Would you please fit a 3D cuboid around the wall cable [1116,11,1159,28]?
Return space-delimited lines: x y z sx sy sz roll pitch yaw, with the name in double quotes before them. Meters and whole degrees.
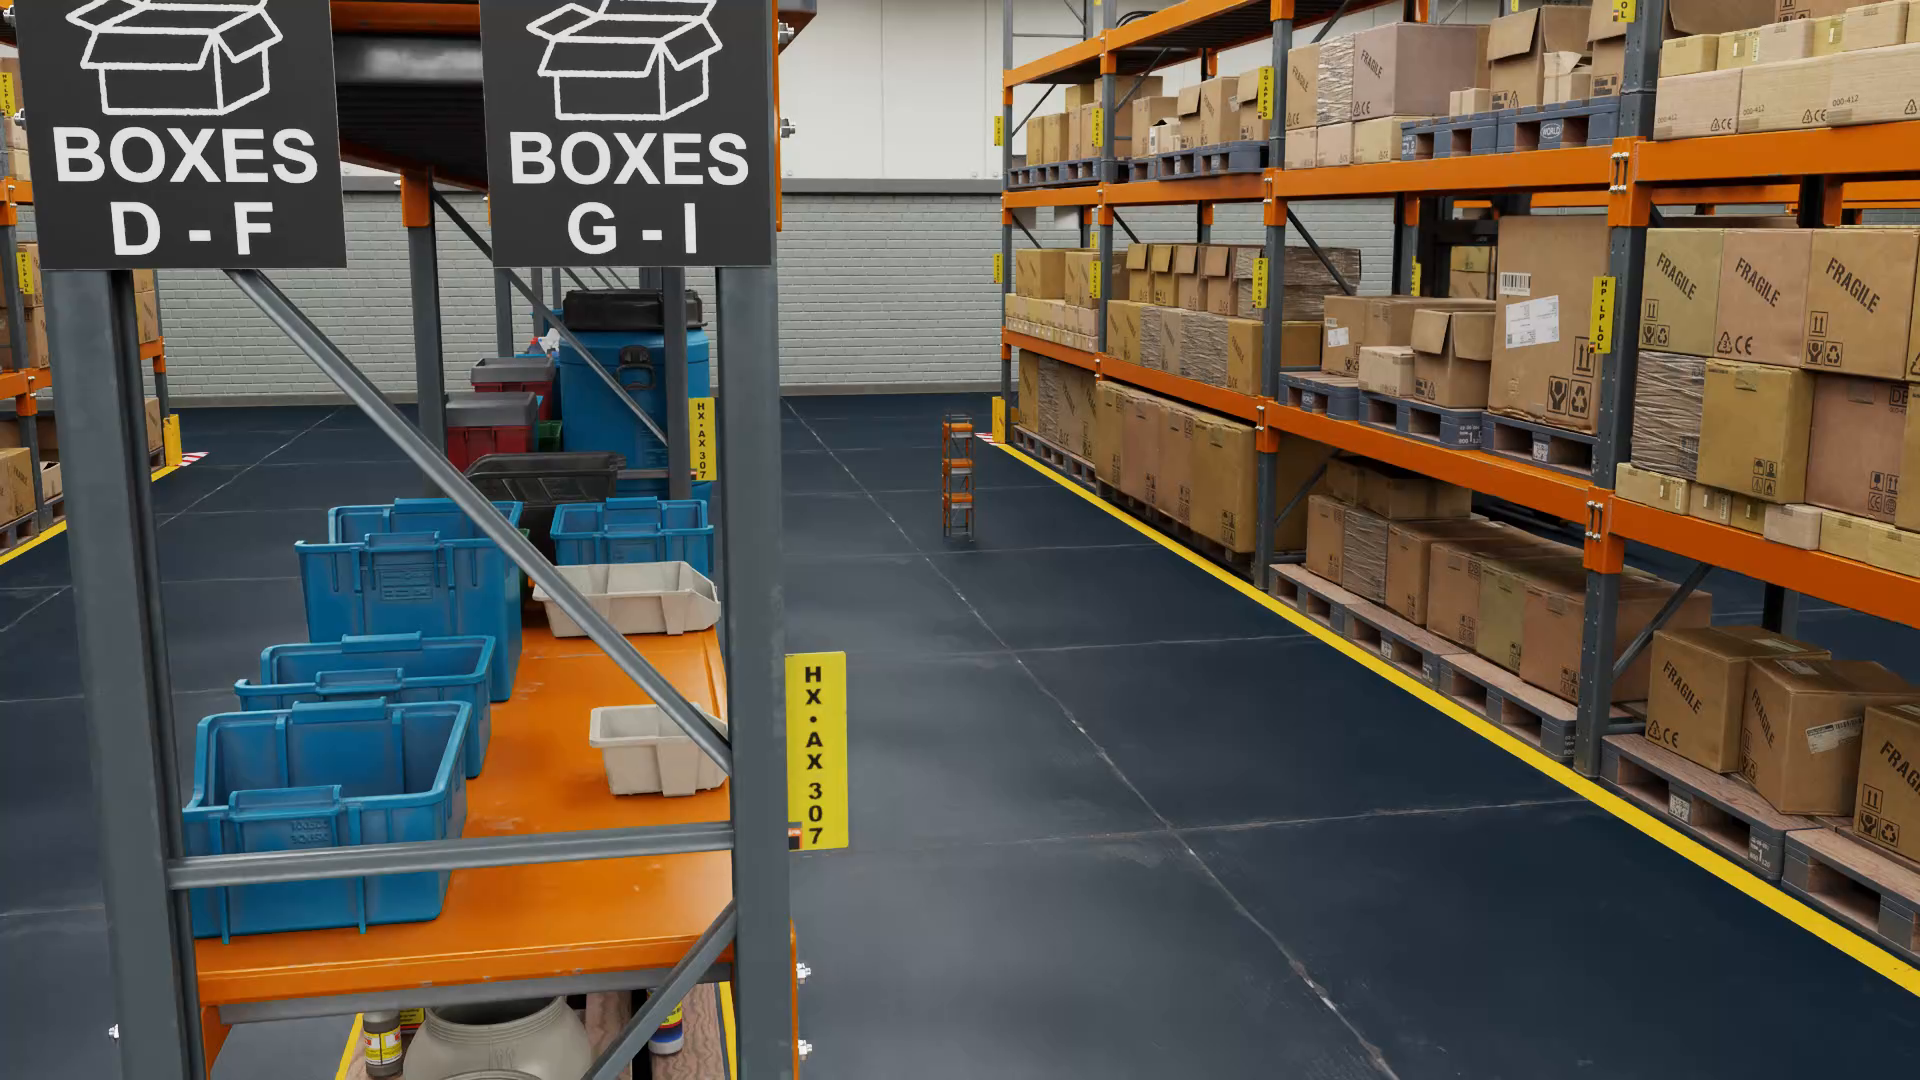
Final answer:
"wall cable" 3.257 -8.311 24.189 2.277 5.999 0.120 -2 11 -11

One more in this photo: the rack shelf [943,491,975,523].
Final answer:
"rack shelf" -0.010 -0.242 13.204 0.215 0.259 0.240 -2 11 -11

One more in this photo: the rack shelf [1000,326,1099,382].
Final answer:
"rack shelf" 1.365 -1.901 17.084 1.077 0.370 4.000 -2 11 -11

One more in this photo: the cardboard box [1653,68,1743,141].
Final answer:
"cardboard box" 3.146 -1.728 6.631 0.500 0.250 0.500 -3 11 -13

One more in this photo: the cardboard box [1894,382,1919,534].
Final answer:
"cardboard box" 3.652 -0.256 5.457 0.875 0.500 0.500 -2 11 -11

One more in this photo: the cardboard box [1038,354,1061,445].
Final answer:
"cardboard box" 1.356 -1.502 17.625 0.875 0.875 0.875 -2 11 -11

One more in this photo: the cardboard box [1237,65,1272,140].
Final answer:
"cardboard box" 2.342 -2.993 11.479 0.797 0.503 0.637 -1 11 -8

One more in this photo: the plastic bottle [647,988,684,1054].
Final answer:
"plastic bottle" -0.818 1.274 4.600 0.097 0.271 0.097 0 11 0

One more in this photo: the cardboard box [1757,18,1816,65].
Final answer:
"cardboard box" 3.221 -1.848 6.194 0.380 0.149 0.250 -2 11 -11

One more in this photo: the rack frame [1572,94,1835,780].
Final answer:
"rack frame" 3.309 -0.420 7.380 1.000 3.000 0.127 -2 11 -11

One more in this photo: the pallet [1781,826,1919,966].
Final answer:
"pallet" 3.715 1.296 5.822 1.003 0.211 1.213 -2 11 -11

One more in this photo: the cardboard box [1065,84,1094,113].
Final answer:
"cardboard box" 1.359 -4.396 16.587 0.500 0.250 0.500 -2 11 -13

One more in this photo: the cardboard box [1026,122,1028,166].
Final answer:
"cardboard box" 1.129 -4.305 18.114 0.700 0.500 0.500 -3 11 -14

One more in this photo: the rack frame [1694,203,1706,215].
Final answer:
"rack frame" 6.638 -2.049 15.939 1.000 3.000 0.127 -2 11 -11

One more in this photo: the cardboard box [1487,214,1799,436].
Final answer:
"cardboard box" 3.292 -1.072 8.077 1.000 1.000 1.000 -2 11 -11

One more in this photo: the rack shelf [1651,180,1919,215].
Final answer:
"rack shelf" 7.027 -2.802 13.799 1.077 0.370 4.000 -2 11 -11

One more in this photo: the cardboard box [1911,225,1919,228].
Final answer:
"cardboard box" 10.853 -3.433 18.533 0.380 0.149 0.250 -2 11 -11

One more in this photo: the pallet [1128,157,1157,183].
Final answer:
"pallet" 1.980 -3.100 13.952 0.805 0.209 1.217 -3 11 -13

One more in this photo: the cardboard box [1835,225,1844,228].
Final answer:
"cardboard box" 10.553 -3.668 19.767 0.380 0.149 0.250 -2 11 -9

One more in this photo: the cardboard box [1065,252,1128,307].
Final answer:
"cardboard box" 1.308 -2.495 15.881 0.500 0.500 0.500 -2 11 -10

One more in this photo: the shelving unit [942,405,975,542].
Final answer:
"shelving unit" -0.010 -0.526 13.150 0.215 1.050 0.252 -2 11 -11

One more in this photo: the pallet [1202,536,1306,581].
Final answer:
"pallet" 2.452 0.069 12.269 1.003 0.211 1.213 -2 11 -11

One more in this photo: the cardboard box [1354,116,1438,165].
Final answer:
"cardboard box" 2.582 -2.270 9.478 0.500 0.250 0.500 -2 11 -10

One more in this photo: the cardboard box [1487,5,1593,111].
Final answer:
"cardboard box" 3.131 -2.413 8.430 0.797 0.503 0.637 -2 11 -9

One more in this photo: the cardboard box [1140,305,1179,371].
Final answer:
"cardboard box" 1.793 -1.659 13.622 0.500 0.500 0.500 -2 11 -12

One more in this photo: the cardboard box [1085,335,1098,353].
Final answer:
"cardboard box" 1.373 -1.808 15.344 0.380 0.149 0.250 -2 11 -11

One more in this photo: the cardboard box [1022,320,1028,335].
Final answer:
"cardboard box" 0.874 -2.279 17.817 0.380 0.149 0.250 -2 11 -12

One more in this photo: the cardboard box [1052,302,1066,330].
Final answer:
"cardboard box" 1.208 -2.219 16.441 0.500 0.250 0.500 -2 11 -10

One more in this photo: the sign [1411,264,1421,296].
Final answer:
"sign" 3.062 -1.705 11.247 0.100 0.325 0.005 -2 11 -11

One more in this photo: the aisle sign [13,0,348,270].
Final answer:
"aisle sign" -1.048 -0.759 2.210 0.394 0.787 0.004 -2 11 -11

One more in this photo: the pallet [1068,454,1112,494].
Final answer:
"pallet" 1.682 -0.660 16.097 1.003 0.211 1.213 -2 11 -11

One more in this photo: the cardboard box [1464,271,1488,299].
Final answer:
"cardboard box" 5.889 -2.698 18.286 0.500 0.500 0.500 -2 11 -10

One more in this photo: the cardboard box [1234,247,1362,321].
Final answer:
"cardboard box" 2.405 -1.830 11.839 0.797 0.503 0.637 -2 11 -9

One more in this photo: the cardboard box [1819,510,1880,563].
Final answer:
"cardboard box" 3.324 -0.018 5.939 0.380 0.149 0.250 -2 11 -11

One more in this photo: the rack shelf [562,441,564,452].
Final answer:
"rack shelf" -1.938 -0.253 8.428 1.077 0.370 4.000 -2 11 -11

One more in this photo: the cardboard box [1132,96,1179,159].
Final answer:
"cardboard box" 1.876 -3.510 14.203 0.700 0.500 0.500 -2 11 -10

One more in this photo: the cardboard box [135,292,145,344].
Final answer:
"cardboard box" -8.284 -2.143 16.166 0.500 0.500 0.500 -2 11 -11

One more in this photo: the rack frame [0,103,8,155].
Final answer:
"rack frame" -7.964 -4.475 12.639 1.000 3.000 0.127 -2 11 -11

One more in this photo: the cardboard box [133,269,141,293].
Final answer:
"cardboard box" -8.287 -2.637 16.088 0.500 0.500 0.500 -2 11 -9

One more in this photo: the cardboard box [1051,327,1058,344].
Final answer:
"cardboard box" 1.123 -2.043 16.582 0.380 0.149 0.250 -2 11 -12

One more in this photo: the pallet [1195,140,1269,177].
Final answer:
"pallet" 2.354 -2.650 11.582 1.213 0.211 1.003 -2 11 -8

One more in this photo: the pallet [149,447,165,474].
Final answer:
"pallet" -8.572 -0.731 16.474 1.003 0.211 1.213 -2 11 -11

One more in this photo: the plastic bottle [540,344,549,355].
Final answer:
"plastic bottle" -3.163 -1.335 12.520 0.152 0.276 0.135 -2 11 -11

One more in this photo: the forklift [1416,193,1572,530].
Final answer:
"forklift" 4.442 -1.591 13.714 1.130 2.935 3.031 -2 11 -12

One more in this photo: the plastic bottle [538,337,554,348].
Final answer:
"plastic bottle" -3.317 -1.480 13.283 0.152 0.276 0.135 -2 11 -11

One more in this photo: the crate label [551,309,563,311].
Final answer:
"crate label" -4.158 -2.331 17.706 0.416 0.233 0.303 -2 11 -11

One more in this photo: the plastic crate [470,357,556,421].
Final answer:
"plastic crate" -2.313 -0.697 8.667 0.402 0.464 0.583 -2 11 -11

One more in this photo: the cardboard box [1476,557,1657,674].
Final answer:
"cardboard box" 3.137 0.390 8.632 0.700 0.500 0.500 -2 11 -11

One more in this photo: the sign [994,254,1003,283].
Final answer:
"sign" 0.430 -3.066 18.755 0.100 0.325 0.005 -2 11 -11

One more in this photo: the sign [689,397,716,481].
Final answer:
"sign" -1.007 -0.394 6.502 0.100 0.325 0.005 -2 11 -11

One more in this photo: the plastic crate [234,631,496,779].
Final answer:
"plastic crate" -1.282 0.367 3.645 0.499 0.251 0.408 -2 11 -11

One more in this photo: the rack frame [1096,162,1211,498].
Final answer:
"rack frame" 1.754 -1.887 15.089 1.000 3.000 0.127 -2 11 -11

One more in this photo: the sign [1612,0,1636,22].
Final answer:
"sign" 2.766 -2.320 6.905 0.100 0.325 0.005 -2 11 -11

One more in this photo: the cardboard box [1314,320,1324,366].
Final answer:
"cardboard box" 2.704 -1.302 11.746 0.500 0.500 0.500 -2 11 -9

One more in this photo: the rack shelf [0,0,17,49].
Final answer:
"rack shelf" -8.353 -4.486 14.634 1.077 0.370 4.000 -2 11 -11

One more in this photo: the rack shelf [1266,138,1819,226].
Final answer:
"rack shelf" 2.920 -1.907 9.094 1.077 0.370 4.000 -2 11 -11

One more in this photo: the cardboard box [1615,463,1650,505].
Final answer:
"cardboard box" 3.056 -0.246 7.139 0.380 0.149 0.250 -2 11 -11

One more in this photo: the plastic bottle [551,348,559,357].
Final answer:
"plastic bottle" -2.988 -1.280 12.243 0.097 0.271 0.097 0 11 0
